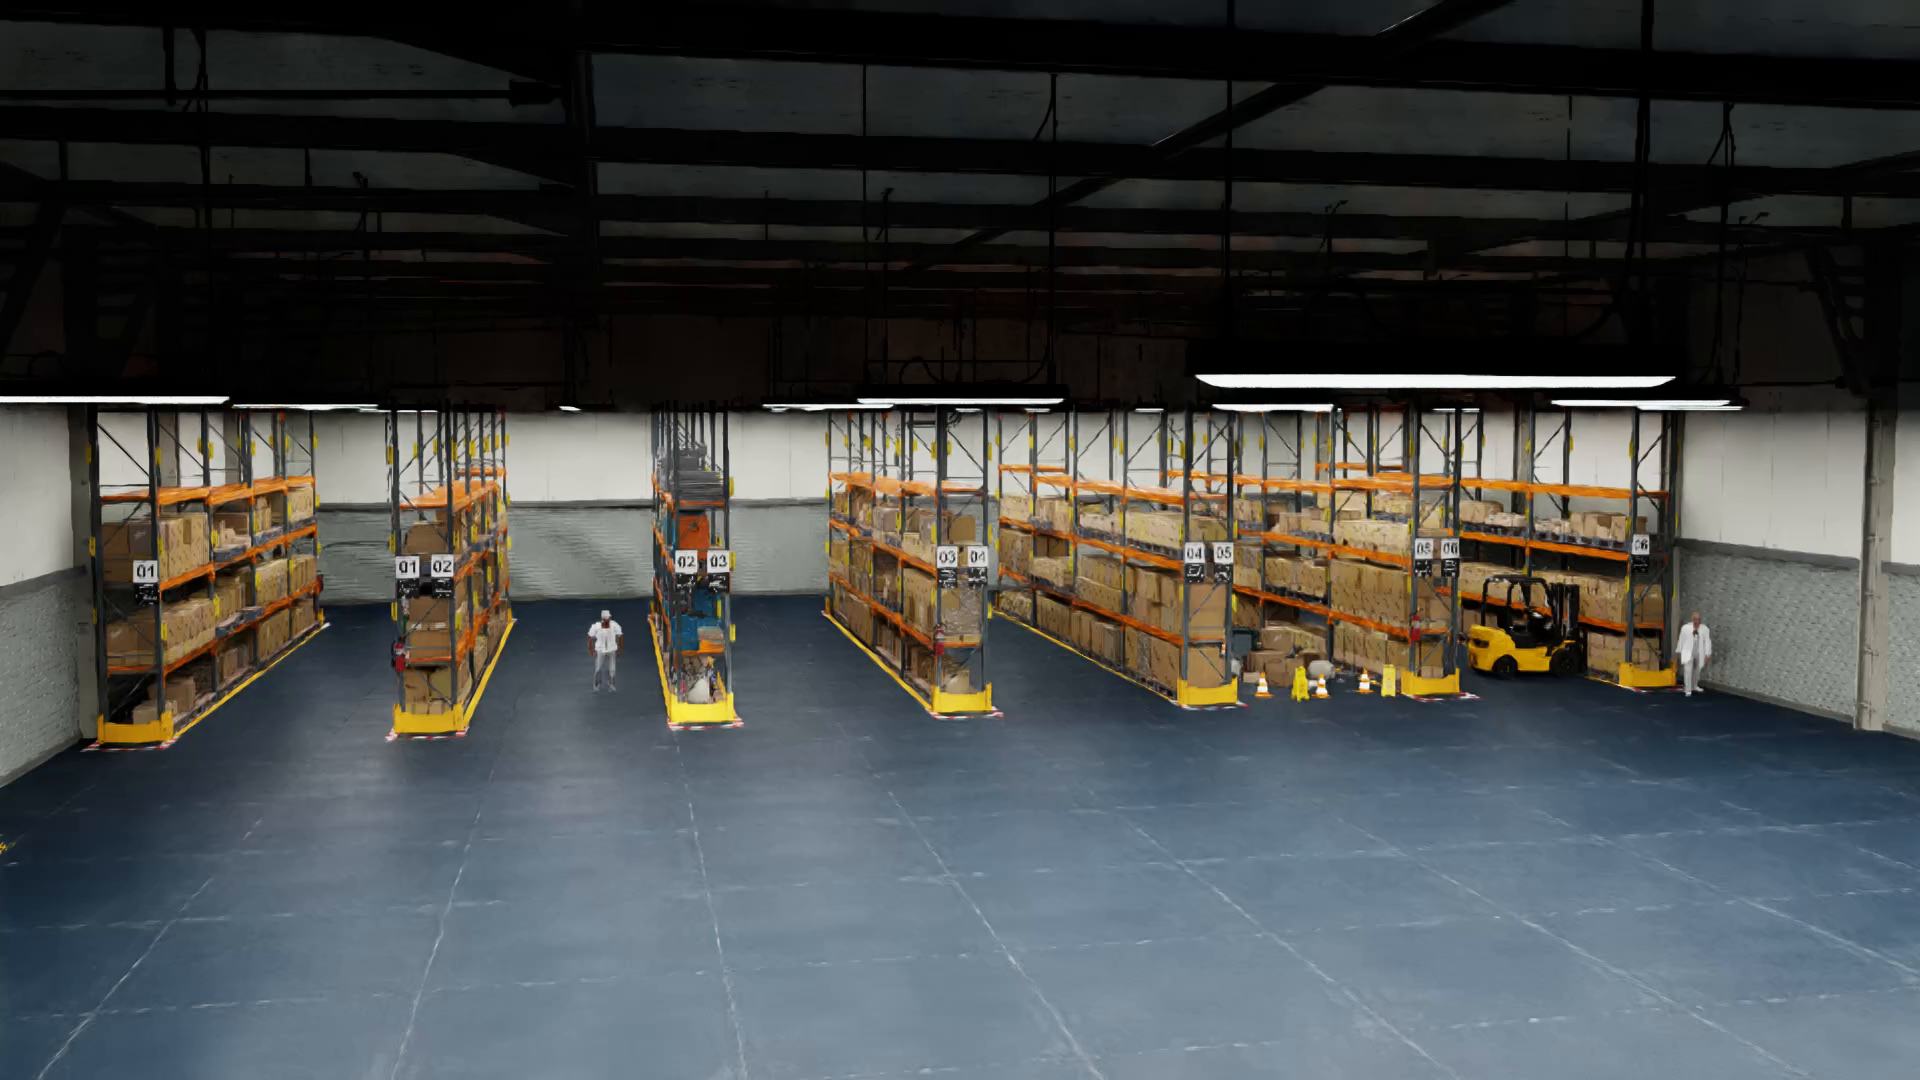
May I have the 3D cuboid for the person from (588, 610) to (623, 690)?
[{"bbox_3d":[-7.332,2.283,34.398,0.719,1.714,0.578,-1,4,-14],"label":"person"}]

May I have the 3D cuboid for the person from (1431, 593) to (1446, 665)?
[{"bbox_3d":[10.861,2.019,38.013,0.535,1.655,0.575,1,5,19],"label":"person"}]

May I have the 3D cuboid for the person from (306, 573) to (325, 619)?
[{"bbox_3d":[-18.148,1.398,46.423,0.434,1.666,0.647,2,5,25],"label":"person"}]

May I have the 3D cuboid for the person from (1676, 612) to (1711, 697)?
[{"bbox_3d":[14.955,2.313,33.892,0.633,1.728,1.044,1,4,9],"label":"person"}]

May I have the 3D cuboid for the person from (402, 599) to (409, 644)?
[{"bbox_3d":[-13.500,1.793,40.625,0.550,1.709,1.128,-1,4,-14],"label":"person"}]
